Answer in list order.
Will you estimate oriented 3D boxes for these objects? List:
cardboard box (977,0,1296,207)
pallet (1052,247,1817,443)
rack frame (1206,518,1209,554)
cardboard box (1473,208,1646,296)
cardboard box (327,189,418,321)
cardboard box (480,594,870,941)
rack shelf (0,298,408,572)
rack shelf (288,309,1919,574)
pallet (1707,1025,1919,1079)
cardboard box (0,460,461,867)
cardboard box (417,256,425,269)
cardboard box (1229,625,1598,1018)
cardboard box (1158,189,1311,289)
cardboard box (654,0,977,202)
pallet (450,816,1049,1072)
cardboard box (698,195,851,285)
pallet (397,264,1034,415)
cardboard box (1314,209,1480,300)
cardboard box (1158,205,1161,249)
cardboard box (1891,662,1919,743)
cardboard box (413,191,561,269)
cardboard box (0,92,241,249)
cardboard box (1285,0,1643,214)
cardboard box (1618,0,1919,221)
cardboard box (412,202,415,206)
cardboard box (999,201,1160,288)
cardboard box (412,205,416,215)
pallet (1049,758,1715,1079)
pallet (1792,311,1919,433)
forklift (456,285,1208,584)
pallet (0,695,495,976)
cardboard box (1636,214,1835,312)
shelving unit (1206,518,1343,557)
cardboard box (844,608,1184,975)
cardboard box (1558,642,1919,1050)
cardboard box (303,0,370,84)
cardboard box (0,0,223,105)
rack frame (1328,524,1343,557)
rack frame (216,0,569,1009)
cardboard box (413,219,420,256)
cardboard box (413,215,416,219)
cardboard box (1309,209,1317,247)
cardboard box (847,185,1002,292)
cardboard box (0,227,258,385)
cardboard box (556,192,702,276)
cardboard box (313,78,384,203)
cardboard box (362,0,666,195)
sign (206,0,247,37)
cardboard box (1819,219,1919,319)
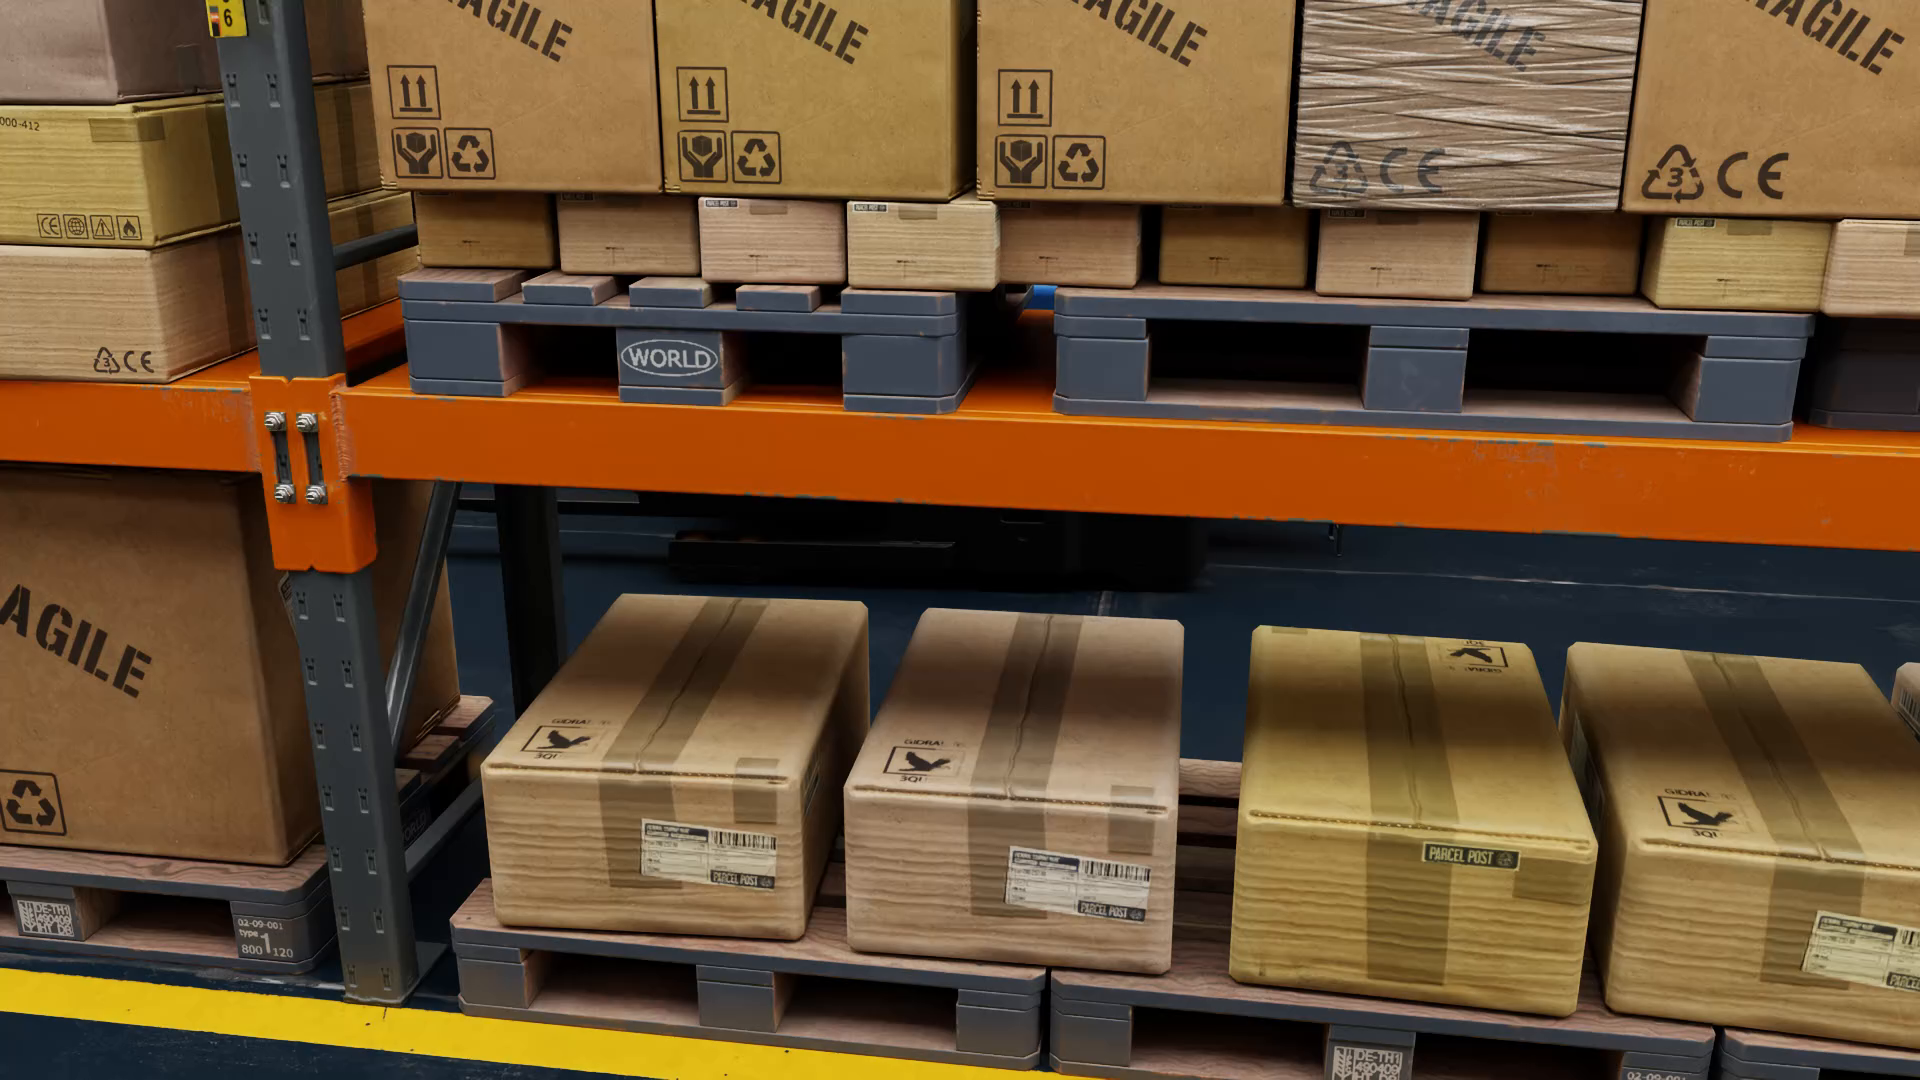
[{"bbox_3d":[0.316,-0.862,2.863,0.500,0.500,0.500,3,19,10],"label":"cardboard box"},{"bbox_3d":[0.829,-0.440,3.193,1.213,0.211,1.003,3,19,9],"label":"pallet"},{"bbox_3d":[0.917,-0.557,6.076,0.015,1.200,0.240,1,19,4],"label":"rack frame"},{"bbox_3d":[1.017,-0.537,2.915,0.250,0.149,0.380,2,19,7],"label":"cardboard box"},{"bbox_3d":[-1.575,-0.650,3.755,0.500,0.250,0.500,3,19,8],"label":"cardboard box"},{"bbox_3d":[-0.576,0.461,3.678,0.625,0.372,0.950,2,19,5],"label":"cardboard box"},{"bbox_3d":[-3.107,-0.377,3.837,4.000,0.370,1.077,3,19,9],"label":"rack shelf"},{"bbox_3d":[0.843,-0.176,3.235,4.000,0.370,1.077,3,19,9],"label":"rack shelf"},{"bbox_3d":[2.048,0.867,3.379,1.213,0.211,1.003,3,19,9],"label":"pallet"},{"bbox_3d":[-1.801,0.130,3.874,0.875,0.875,0.875,3,19,8],"label":"cardboard box"},{"bbox_3d":[-2.837,-1.243,8.568,0.500,0.500,0.500,2,19,7],"label":"cardboard box"},{"bbox_3d":[0.902,0.535,3.455,0.625,0.372,0.950,4,19,10],"label":"cardboard box"},{"bbox_3d":[0.500,-0.560,2.984,0.250,0.149,0.380,4,19,11],"label":"cardboard box"},{"bbox_3d":[-0.209,-0.886,2.936,0.500,0.500,0.500,4,19,11],"label":"cardboard box"},{"bbox_3d":[-0.361,0.744,3.746,1.213,0.211,1.003,3,19,9],"label":"pallet"},{"bbox_3d":[-0.304,-0.570,3.014,0.250,0.149,0.380,2,19,5],"label":"cardboard box"},{"bbox_3d":[-0.412,-0.524,3.445,1.003,0.211,1.213,3,19,9],"label":"pallet"},{"bbox_3d":[0.747,-0.527,2.884,0.250,0.149,0.380,4,19,10],"label":"cardboard box"},{"bbox_3d":[0.510,-0.689,3.368,0.250,0.149,0.380,3,19,9],"label":"cardboard box"},{"bbox_3d":[2.299,0.605,3.247,0.625,0.372,0.950,3,19,9],"label":"cardboard box"},{"bbox_3d":[-0.841,-0.623,3.172,0.250,0.149,0.380,2,19,5],"label":"cardboard box"},{"bbox_3d":[-1.651,-0.728,3.201,0.500,0.250,0.500,3,19,8],"label":"cardboard box"},{"bbox_3d":[0.809,-0.834,2.780,0.500,0.500,0.500,2,19,7],"label":"cardboard box"},{"bbox_3d":[1.326,-0.808,2.702,0.500,0.500,0.500,4,19,11],"label":"cardboard box"},{"bbox_3d":[-3.130,-1.742,9.037,0.250,0.149,0.380,2,19,6],"label":"cardboard box"},{"bbox_3d":[0.215,-0.562,2.990,0.250,0.149,0.380,4,19,12],"label":"cardboard box"},{"bbox_3d":[-2.866,-1.711,8.945,0.250,0.149,0.380,3,19,10],"label":"cardboard box"},{"bbox_3d":[0.840,0.807,3.560,1.213,0.211,1.003,3,19,9],"label":"pallet"},{"bbox_3d":[2.086,-0.409,3.102,1.213,0.211,1.003,3,19,9],"label":"pallet"},{"bbox_3d":[-0.621,-1.405,5.882,3.031,2.935,1.130,1,19,4],"label":"forklift"},{"bbox_3d":[-1.899,0.641,4.054,1.213,0.211,1.003,3,19,9],"label":"pallet"},{"bbox_3d":[1.260,-0.492,2.779,0.250,0.149,0.380,3,19,9],"label":"cardboard box"},{"bbox_3d":[1.160,-0.551,6.059,0.503,1.200,0.258,1,19,4],"label":"shelving unit"},{"bbox_3d":[0.154,0.495,3.575,0.625,0.372,0.950,3,19,8],"label":"cardboard box"},{"bbox_3d":[1.589,0.570,3.352,0.625,0.372,0.950,4,19,12],"label":"cardboard box"},{"bbox_3d":[-1.580,-1.241,3.551,0.500,0.500,0.500,2,19,7],"label":"cardboard box"},{"bbox_3d":[-1.684,-1.083,3.080,0.500,0.500,0.500,2,19,7],"label":"cardboard box"},{"bbox_3d":[1.403,-0.545,6.042,0.015,1.200,0.240,1,19,4],"label":"rack frame"},{"bbox_3d":[-1.132,-0.618,3.422,0.127,3.000,1.000,3,19,9],"label":"rack frame"},{"bbox_3d":[-2.687,-1.548,8.458,0.250,0.149,0.380,4,19,11],"label":"cardboard box"},{"bbox_3d":[-2.931,-1.561,8.498,0.250,0.149,0.380,3,19,9],"label":"cardboard box"},{"bbox_3d":[0.771,-0.702,3.407,0.250,0.149,0.380,2,19,7],"label":"cardboard box"},{"bbox_3d":[-0.036,-0.550,2.953,0.250,0.149,0.380,3,19,9],"label":"cardboard box"},{"bbox_3d":[-1.673,-0.491,3.279,0.500,0.250,0.500,2,19,7],"label":"cardboard box"},{"bbox_3d":[-0.567,-0.598,3.098,0.250,0.149,0.380,2,19,5],"label":"cardboard box"},{"bbox_3d":[-1.593,-0.887,3.674,0.500,0.250,0.500,3,19,8],"label":"cardboard box"},{"bbox_3d":[-0.725,-0.910,3.008,0.500,0.500,0.500,2,19,7],"label":"cardboard box"},{"bbox_3d":[-1.217,-0.993,2.718,0.005,0.325,0.100,3,19,9],"label":"sign"},{"bbox_3d":[1.496,-0.468,2.709,0.250,0.149,0.380,3,19,9],"label":"cardboard box"}]
